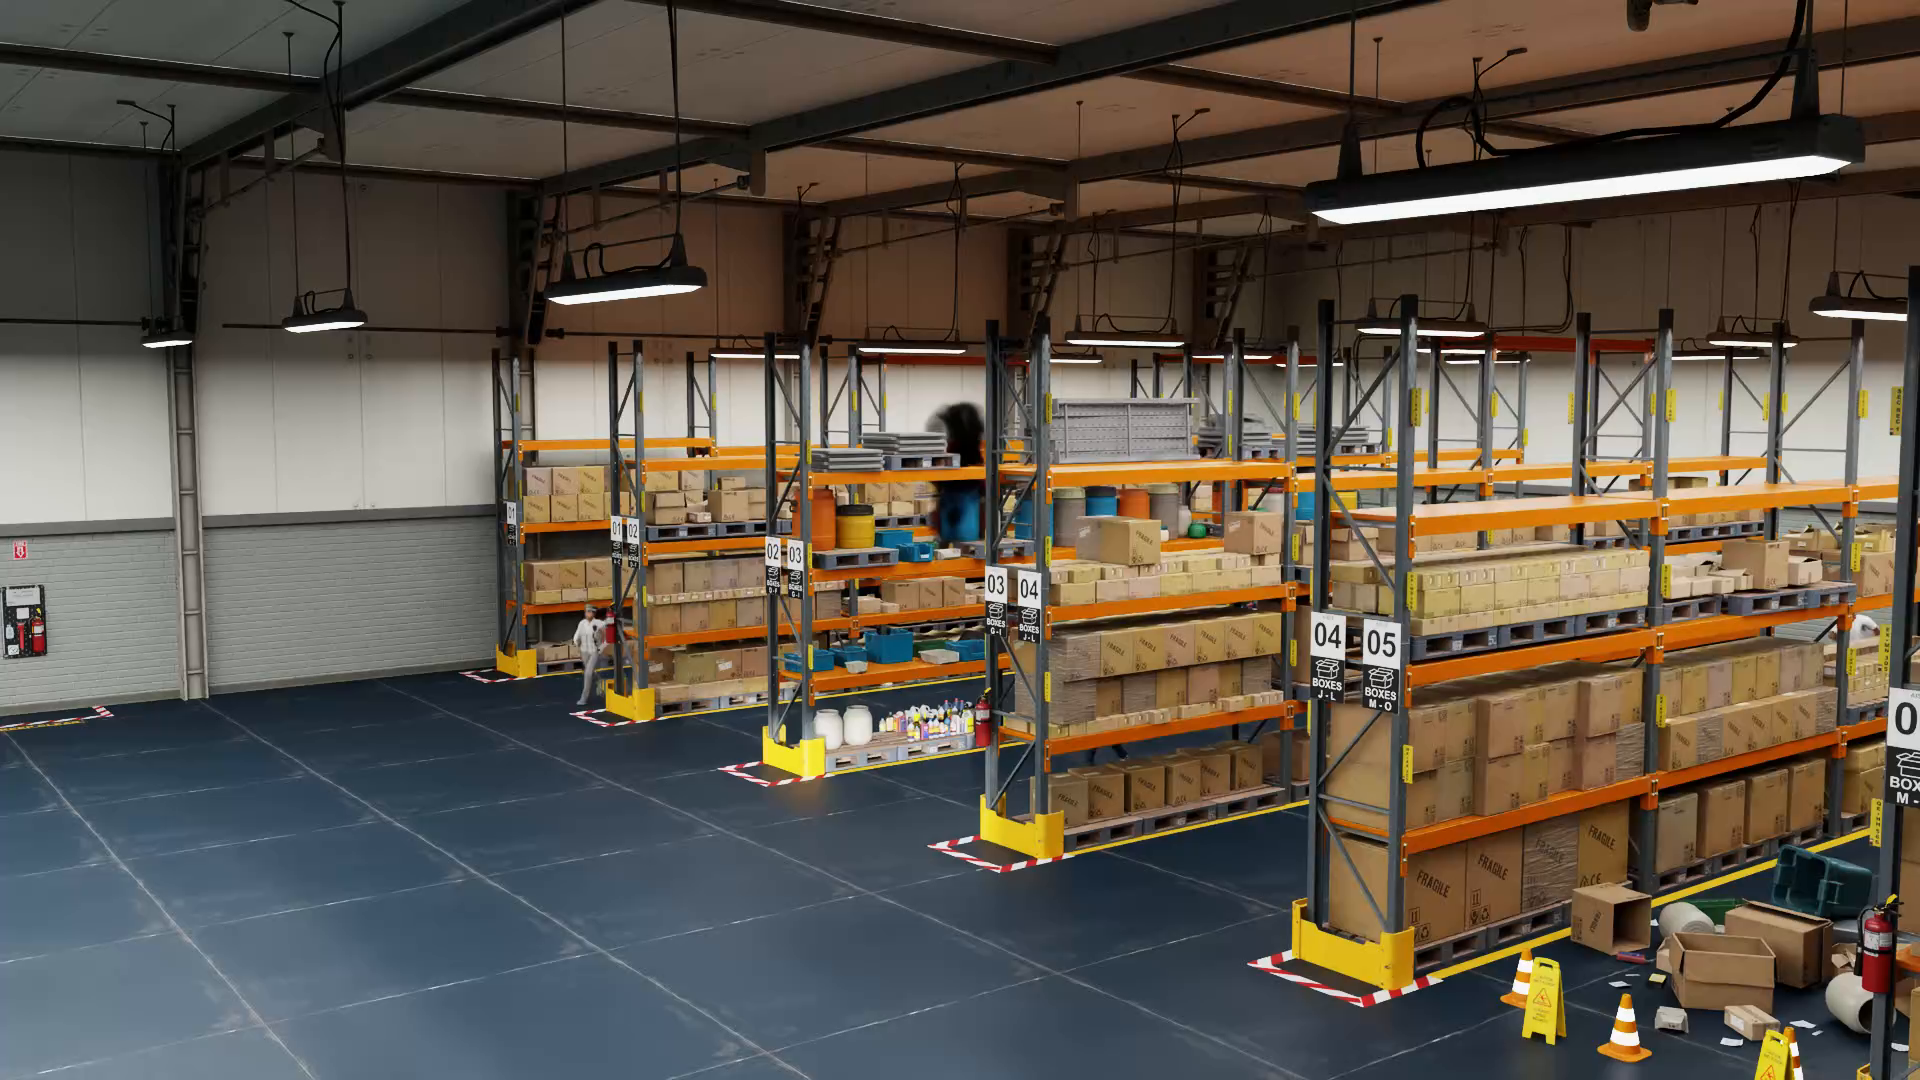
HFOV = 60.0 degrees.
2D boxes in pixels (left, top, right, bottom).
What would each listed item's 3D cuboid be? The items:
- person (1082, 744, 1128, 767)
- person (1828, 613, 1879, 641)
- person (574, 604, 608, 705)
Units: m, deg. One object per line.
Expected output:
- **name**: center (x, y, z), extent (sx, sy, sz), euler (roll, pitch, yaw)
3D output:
- **person**: center (1.923, 2.385, 22.349), extent (0.887, 1.591, 0.518), euler (-5, 7, -45)
- **person**: center (14.746, 1.871, 27.559), extent (0.827, 1.810, 0.675), euler (-4, 6, -37)
- **person**: center (-6.146, 1.878, 27.887), extent (0.624, 1.673, 0.882), euler (2, 5, 24)
